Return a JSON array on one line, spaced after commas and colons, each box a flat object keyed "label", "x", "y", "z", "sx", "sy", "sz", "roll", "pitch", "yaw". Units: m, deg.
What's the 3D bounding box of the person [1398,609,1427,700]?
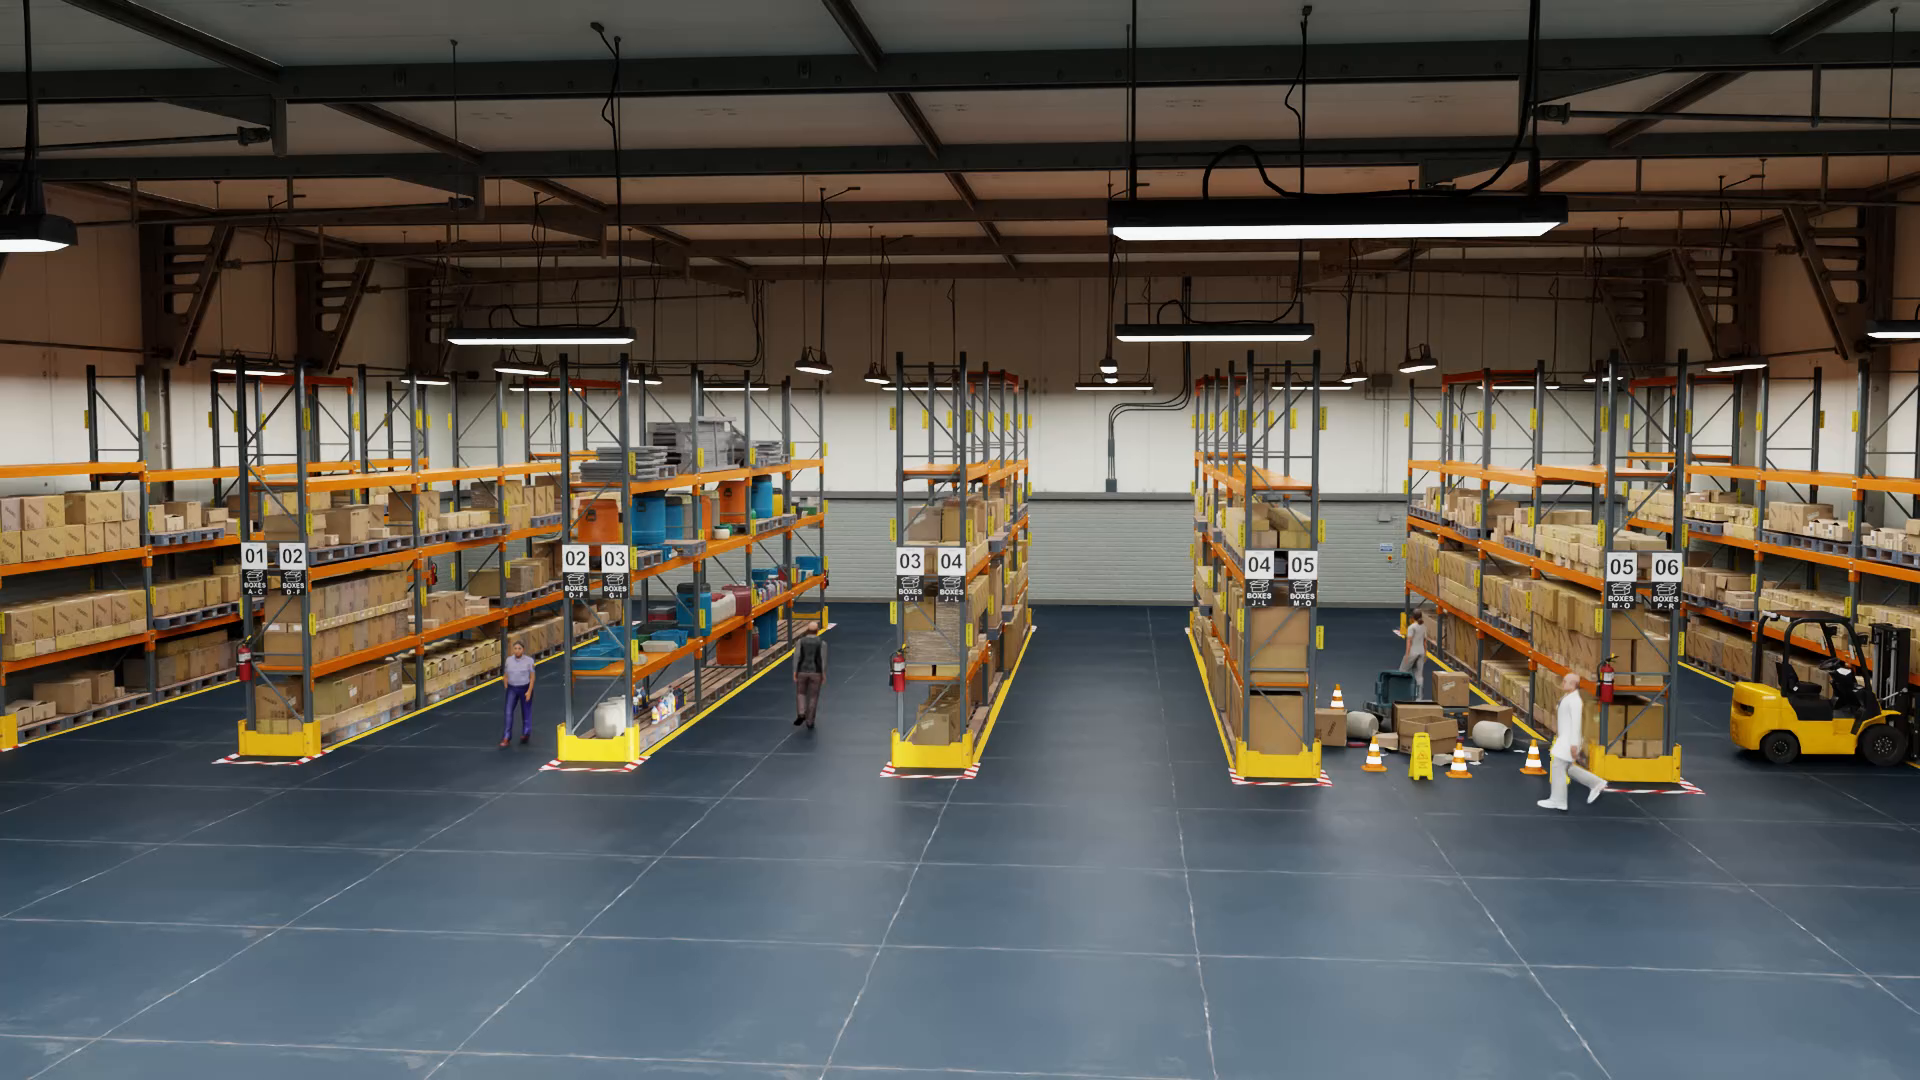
[{"label": "person", "x": 8.109, "y": 2.067, "z": 29.648, "sx": 0.488, "sy": 1.681, "sz": 0.399, "roll": -2, "pitch": 4, "yaw": -25}]

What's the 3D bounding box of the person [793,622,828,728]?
[{"label": "person", "x": -2.445, "y": 2.205, "z": 27.157, "sx": 0.565, "sy": 1.719, "sz": 0.460, "roll": 0, "pitch": 4, "yaw": 5}]

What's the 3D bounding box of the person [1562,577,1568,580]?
[{"label": "person", "x": 12.735, "y": 1.630, "z": 34.875, "sx": 0.602, "sy": 1.791, "sz": 0.467, "roll": -2, "pitch": 4, "yaw": -24}]

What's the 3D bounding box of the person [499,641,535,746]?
[{"label": "person", "x": -6.842, "y": 2.362, "z": 25.707, "sx": 0.537, "sy": 1.583, "sz": 0.964, "roll": -1, "pitch": 4, "yaw": -11}]

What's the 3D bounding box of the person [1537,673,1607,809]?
[{"label": "person", "x": 7.913, "y": 2.587, "z": 21.429, "sx": 0.881, "sy": 1.755, "sz": 0.579, "roll": 1, "pitch": 4, "yaw": 11}]
